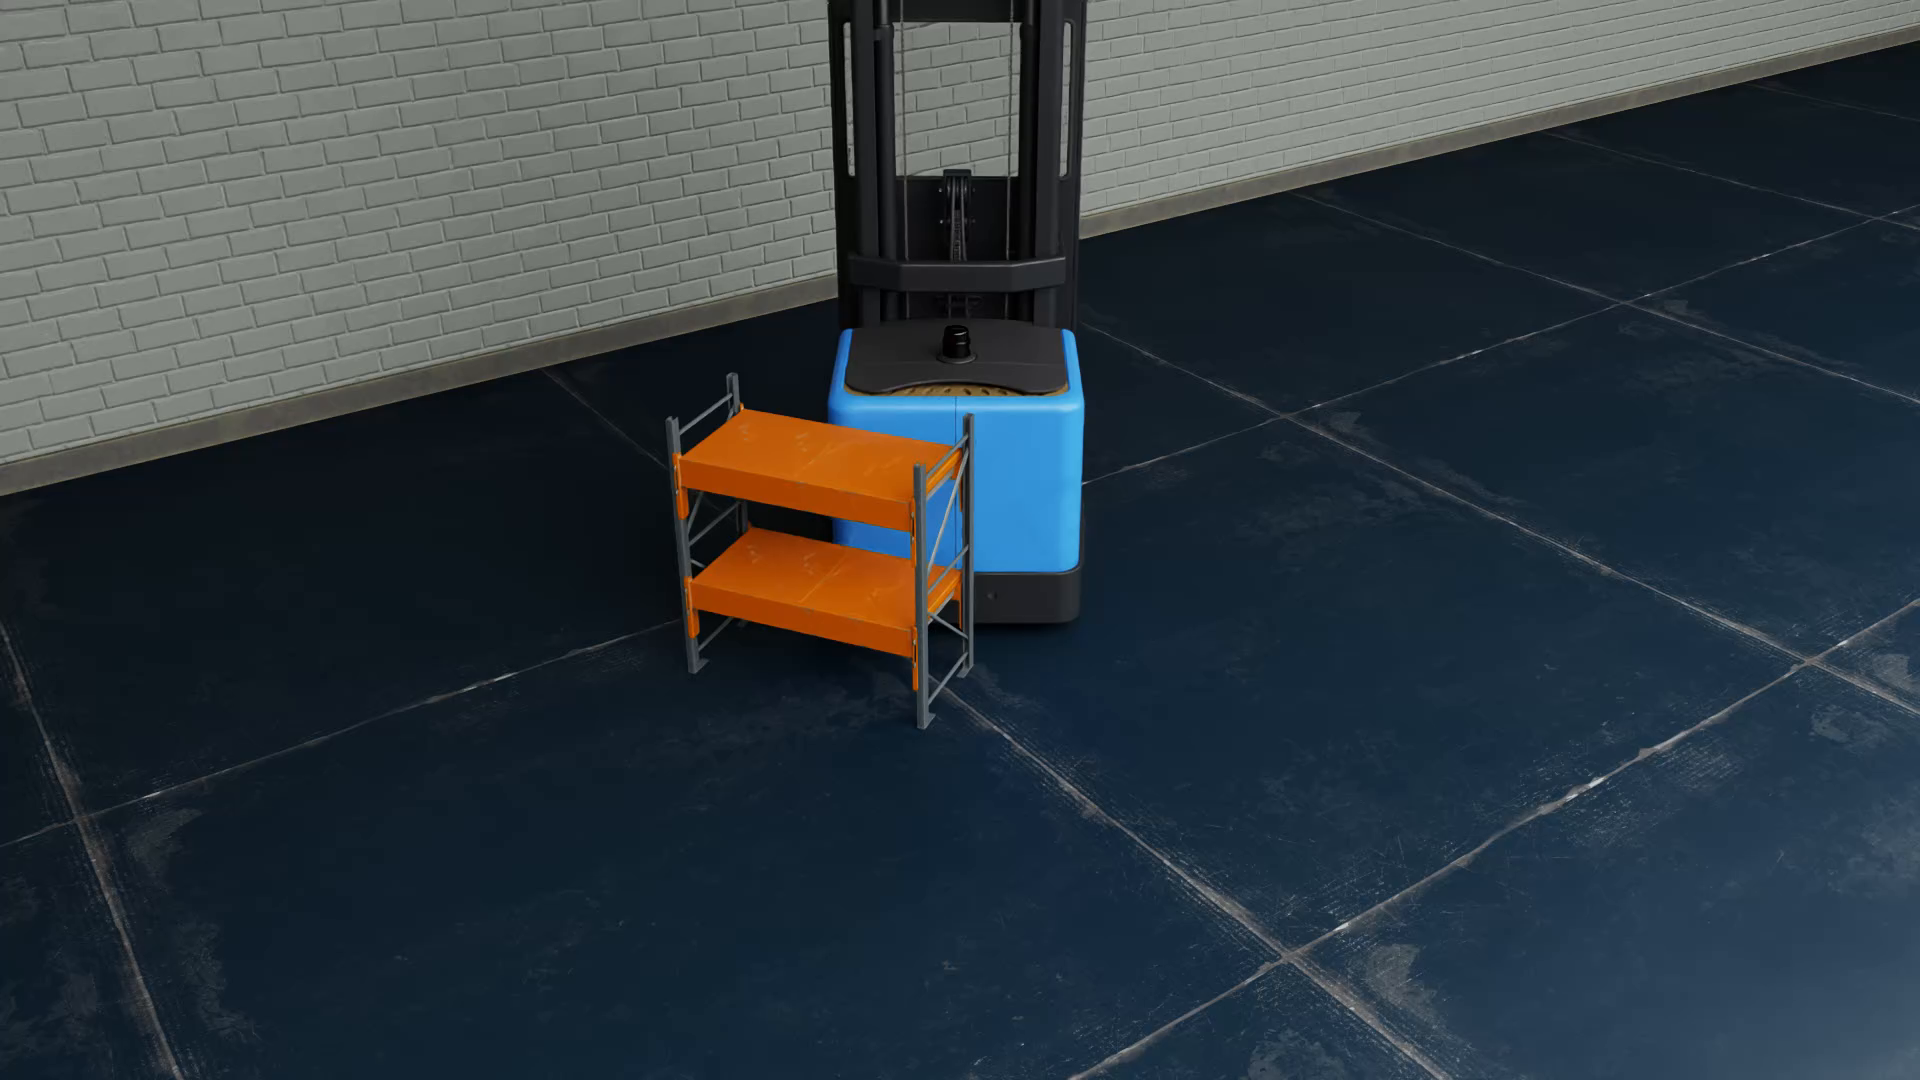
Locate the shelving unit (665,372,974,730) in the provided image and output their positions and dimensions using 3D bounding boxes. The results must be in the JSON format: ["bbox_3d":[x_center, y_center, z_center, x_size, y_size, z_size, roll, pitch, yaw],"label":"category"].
[{"bbox_3d":[-0.524,0.032,6.512,1.048,1.125,0.538,11,30,20],"label":"shelving unit"}]

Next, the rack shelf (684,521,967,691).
[{"bbox_3d":[-0.524,0.247,6.628,1.000,0.278,0.538,11,30,20],"label":"rack shelf"}]

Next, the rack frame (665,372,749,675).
[{"bbox_3d":[-0.993,-0.061,6.684,0.032,1.125,0.500,11,30,20],"label":"rack frame"}]

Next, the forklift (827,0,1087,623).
[{"bbox_3d":[-0.010,-1.599,7.623,1.130,2.935,3.031,0,29,0],"label":"forklift"}]

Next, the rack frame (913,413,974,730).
[{"bbox_3d":[-0.056,0.126,6.339,0.032,1.125,0.500,11,30,20],"label":"rack frame"}]

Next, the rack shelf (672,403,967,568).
[{"bbox_3d":[-0.524,-0.225,6.372,1.000,0.278,0.538,11,30,20],"label":"rack shelf"}]
